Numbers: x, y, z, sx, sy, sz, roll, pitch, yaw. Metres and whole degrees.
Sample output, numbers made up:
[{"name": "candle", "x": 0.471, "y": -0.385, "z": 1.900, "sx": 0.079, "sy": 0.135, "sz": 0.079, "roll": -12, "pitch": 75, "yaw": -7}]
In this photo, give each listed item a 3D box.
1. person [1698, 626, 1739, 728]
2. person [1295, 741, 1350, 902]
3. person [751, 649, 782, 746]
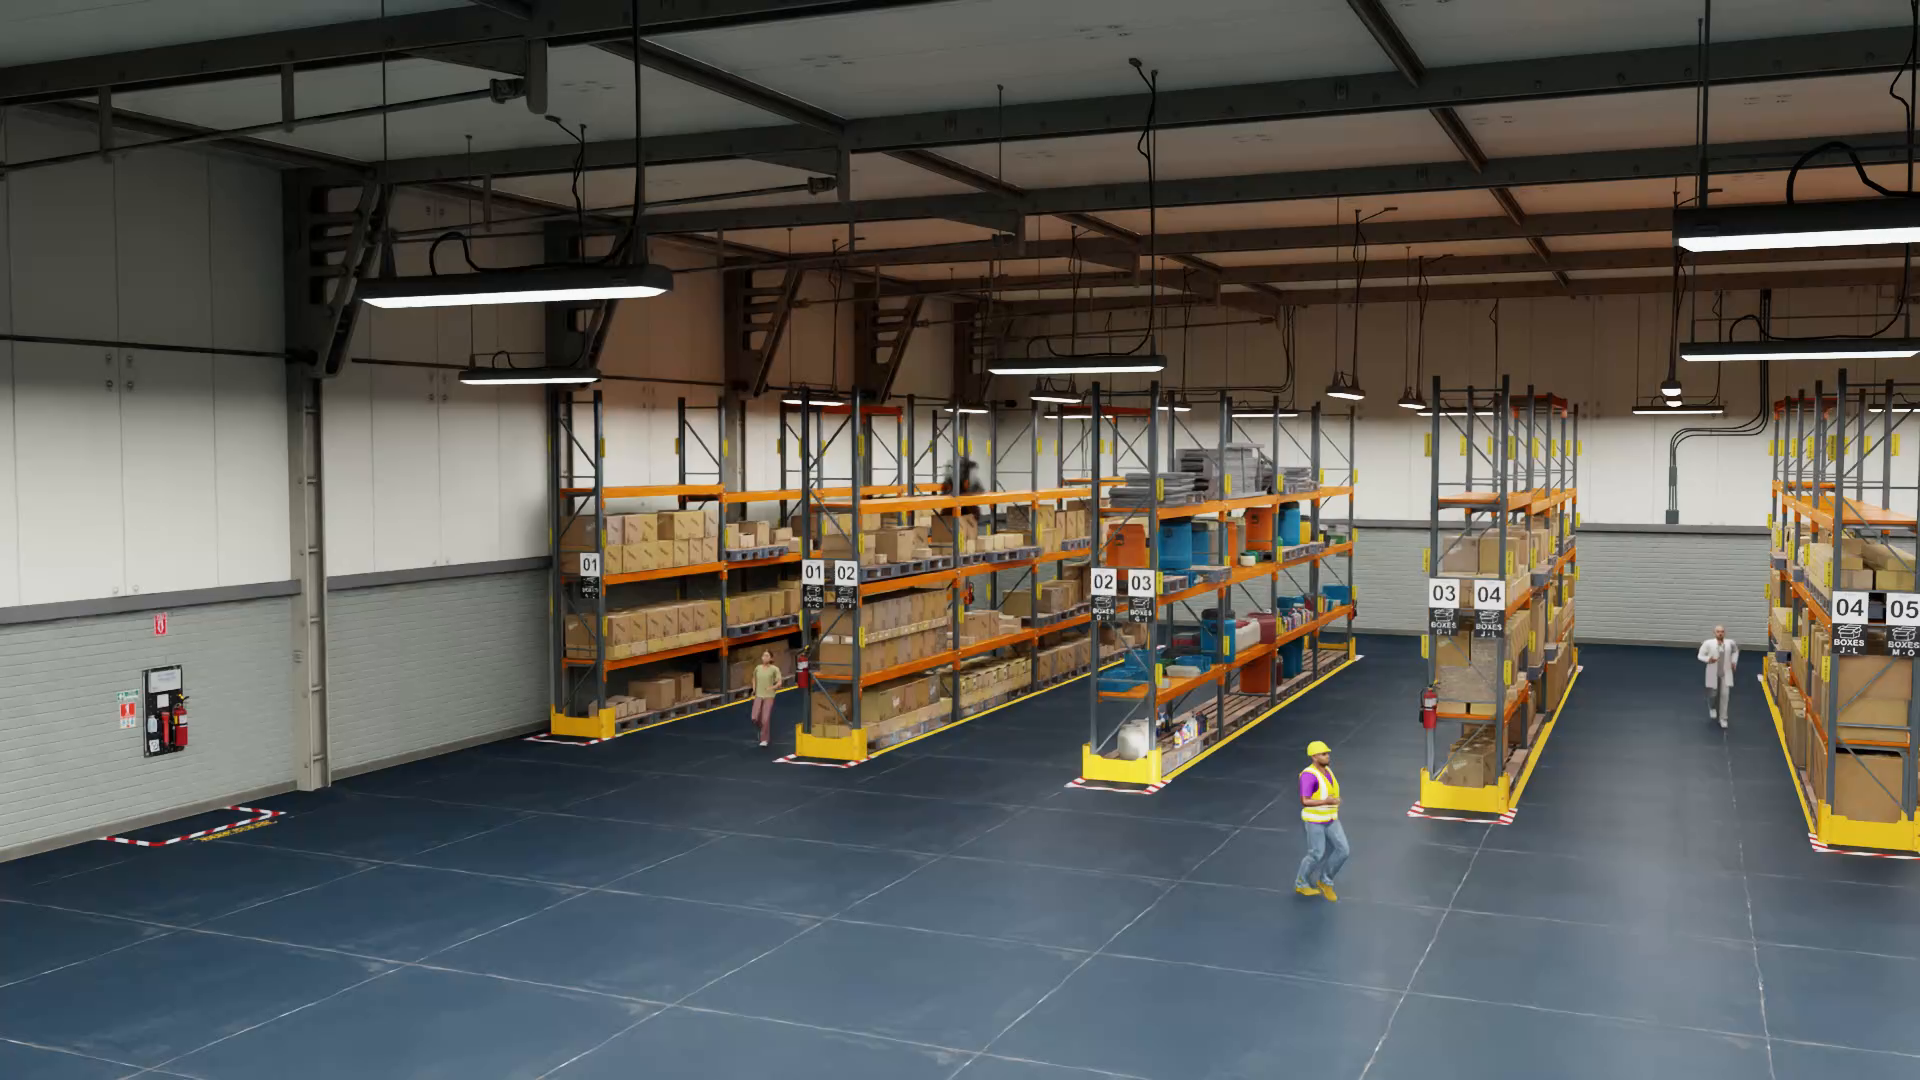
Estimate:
[{"name": "person", "x": 13.691, "y": 2.436, "z": 29.991, "sx": 0.710, "sy": 1.781, "sz": 0.994, "roll": 1, "pitch": 3, "yaw": 17}, {"name": "person", "x": 4.005, "y": 3.113, "z": 18.330, "sx": 0.677, "sy": 1.795, "sz": 0.683, "roll": -3, "pitch": 4, "yaw": -42}, {"name": "person", "x": -3.279, "y": 2.647, "z": 27.890, "sx": 0.558, "sy": 1.619, "sz": 0.520, "roll": 1, "pitch": 3, "yaw": 11}]
